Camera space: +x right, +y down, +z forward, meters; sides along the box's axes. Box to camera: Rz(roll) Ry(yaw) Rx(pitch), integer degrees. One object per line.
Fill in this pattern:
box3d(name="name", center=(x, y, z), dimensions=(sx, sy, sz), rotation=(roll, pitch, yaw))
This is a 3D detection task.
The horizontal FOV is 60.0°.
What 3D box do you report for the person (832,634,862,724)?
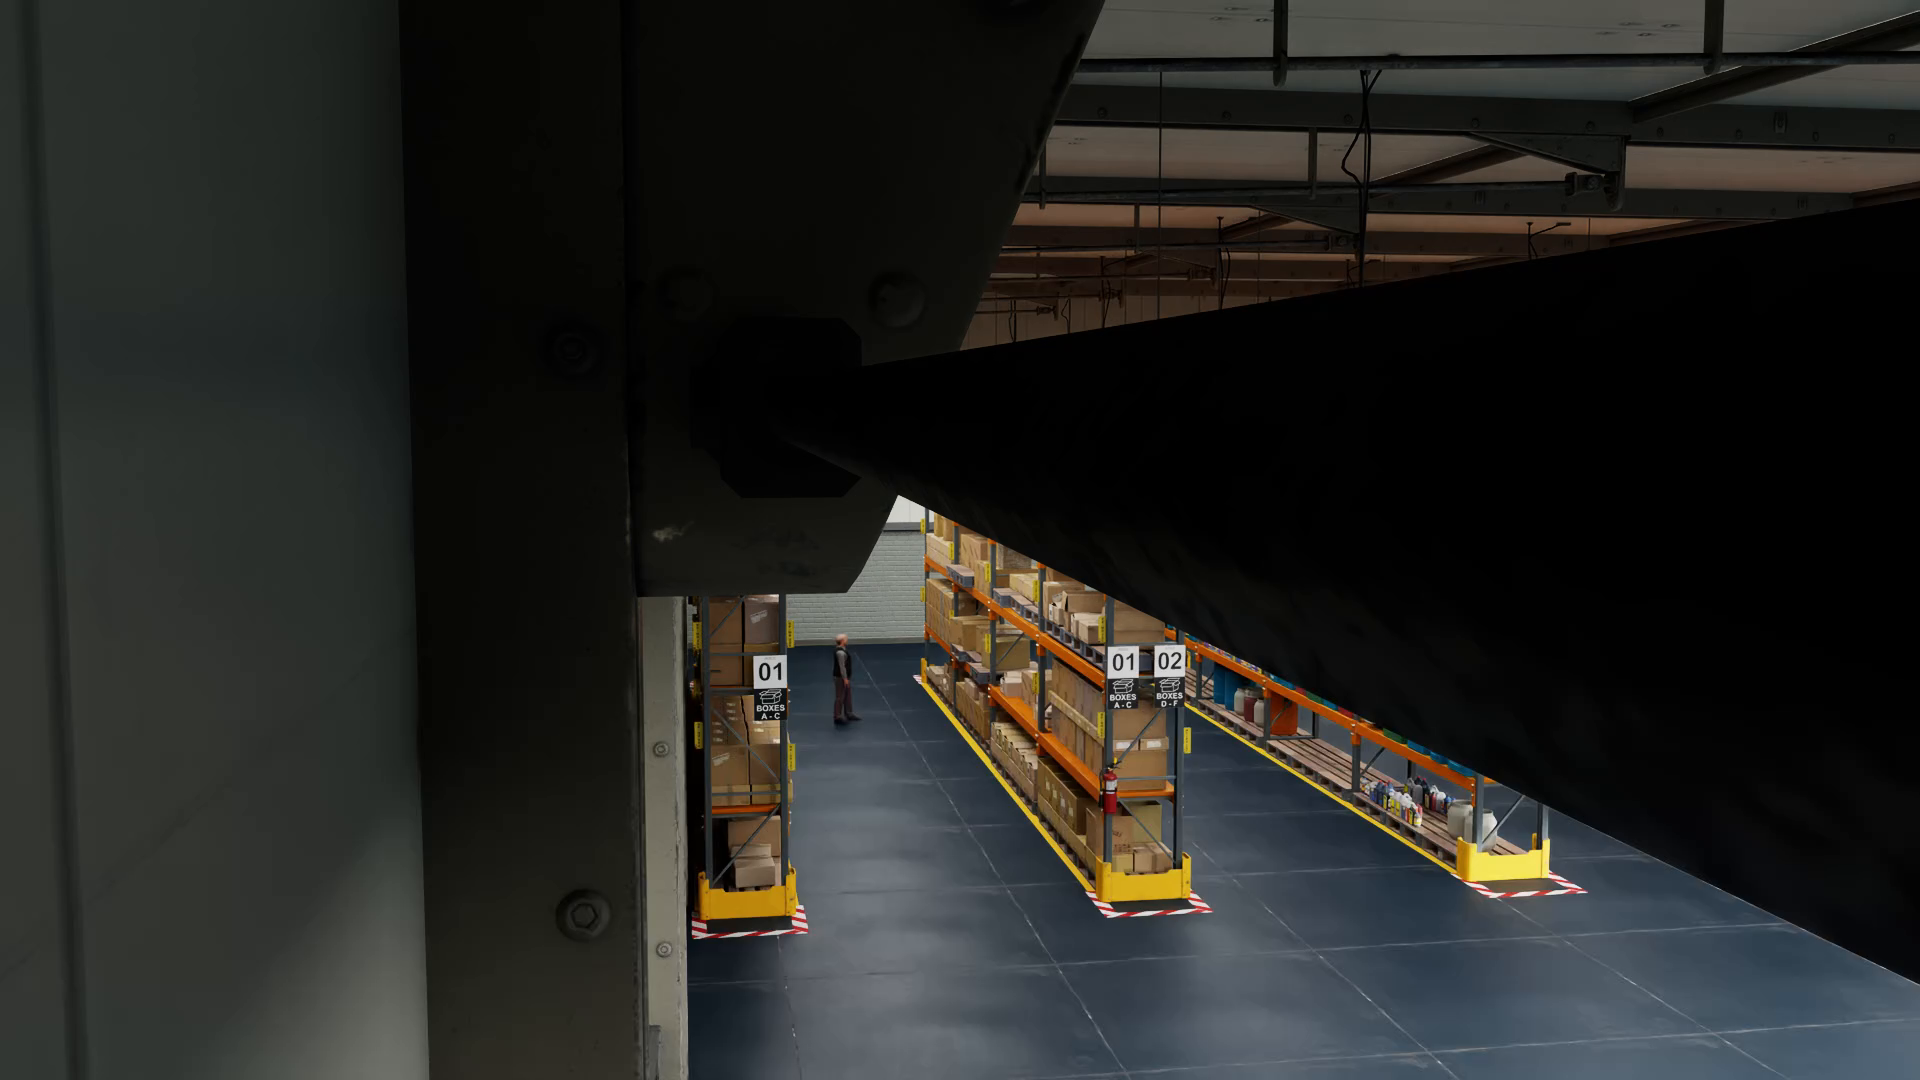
box3d(name="person", center=(-2.192, 2.665, 32.033), dimensions=(0.530, 1.725, 0.601), rotation=(0, 5, 3))
